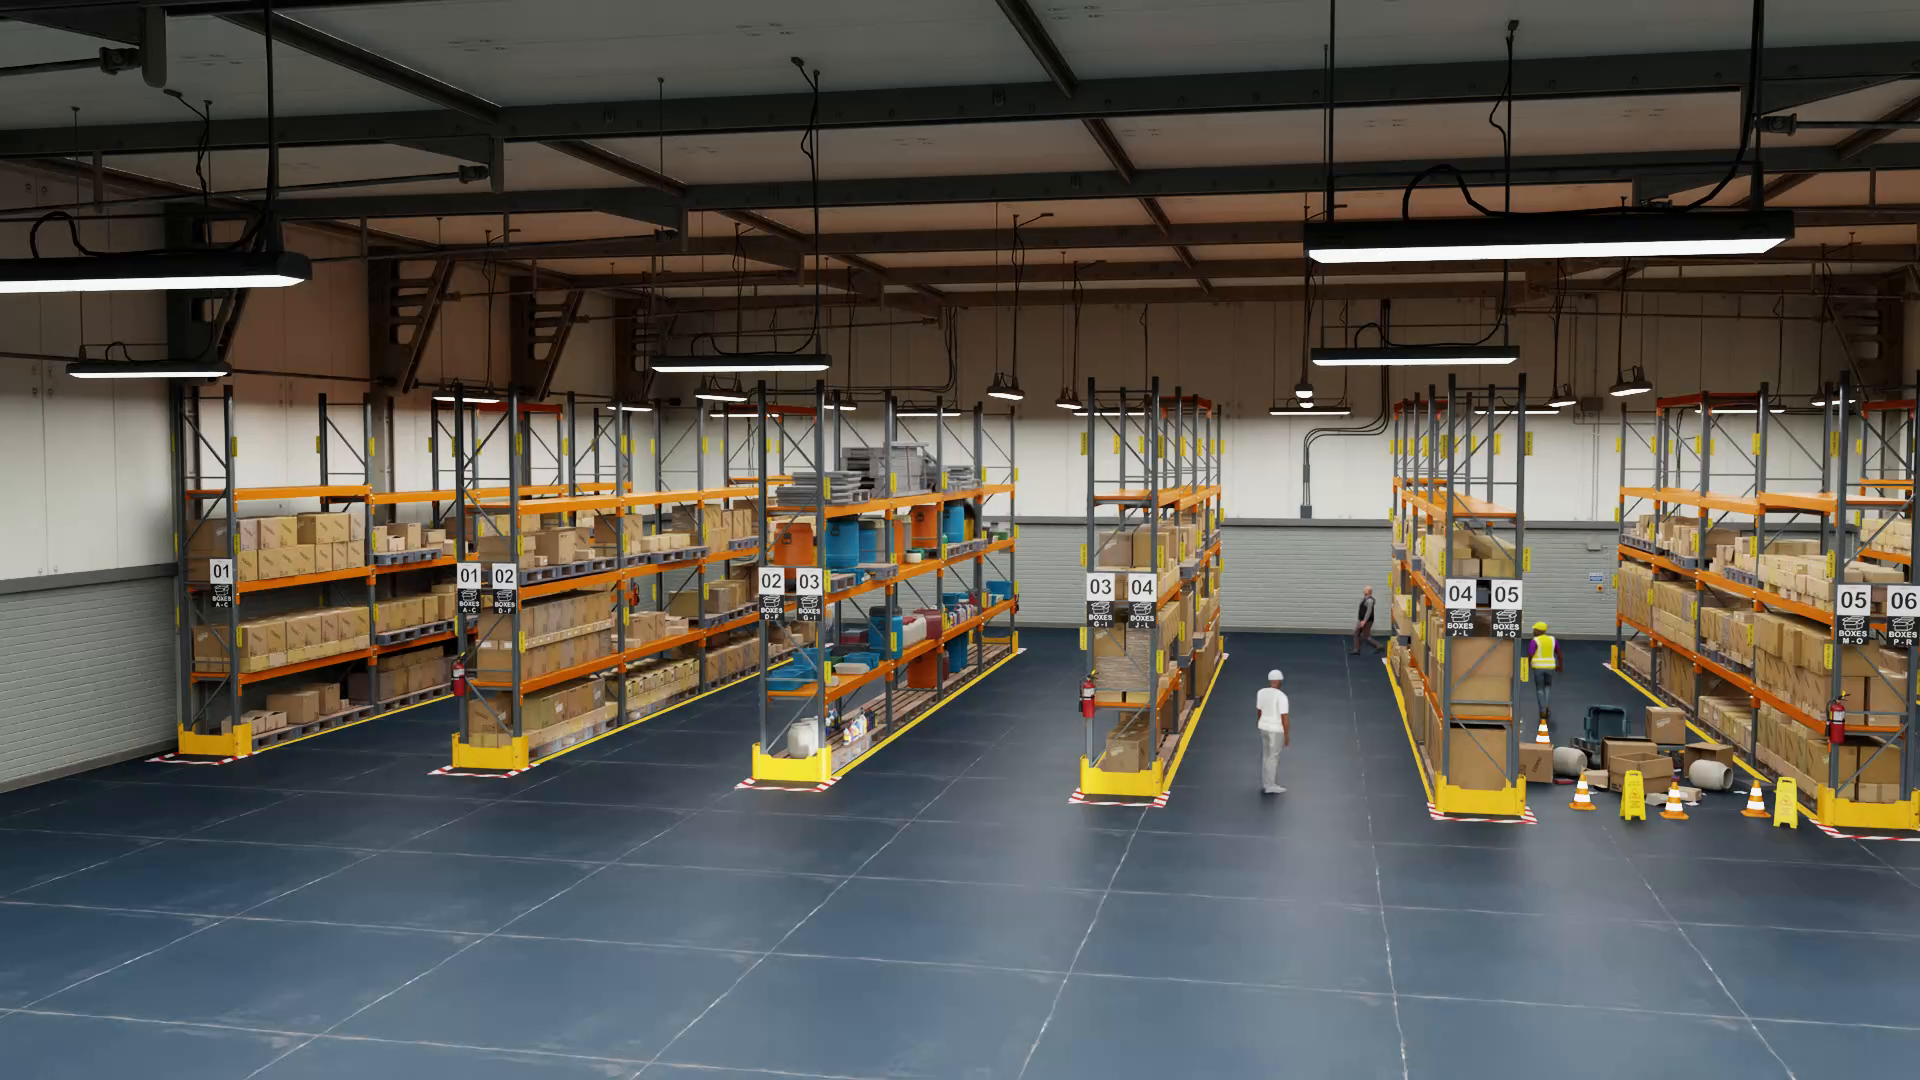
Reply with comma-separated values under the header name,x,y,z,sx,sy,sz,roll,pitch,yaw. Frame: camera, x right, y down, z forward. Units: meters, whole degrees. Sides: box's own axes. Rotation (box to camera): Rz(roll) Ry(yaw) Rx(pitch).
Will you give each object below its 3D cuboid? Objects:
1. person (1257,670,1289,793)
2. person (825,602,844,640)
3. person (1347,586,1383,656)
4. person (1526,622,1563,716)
name,x,y,z,sx,sy,sz,roll,pitch,yaw
person,4.582,2.767,24.100,0.453,1.781,0.602,-2,4,-30
person,-3.214,1.721,42.678,0.830,1.791,0.715,1,3,11
person,9.663,1.937,39.626,0.822,1.685,0.590,0,3,-1
person,10.874,2.428,31.019,0.753,1.786,0.622,1,3,10
